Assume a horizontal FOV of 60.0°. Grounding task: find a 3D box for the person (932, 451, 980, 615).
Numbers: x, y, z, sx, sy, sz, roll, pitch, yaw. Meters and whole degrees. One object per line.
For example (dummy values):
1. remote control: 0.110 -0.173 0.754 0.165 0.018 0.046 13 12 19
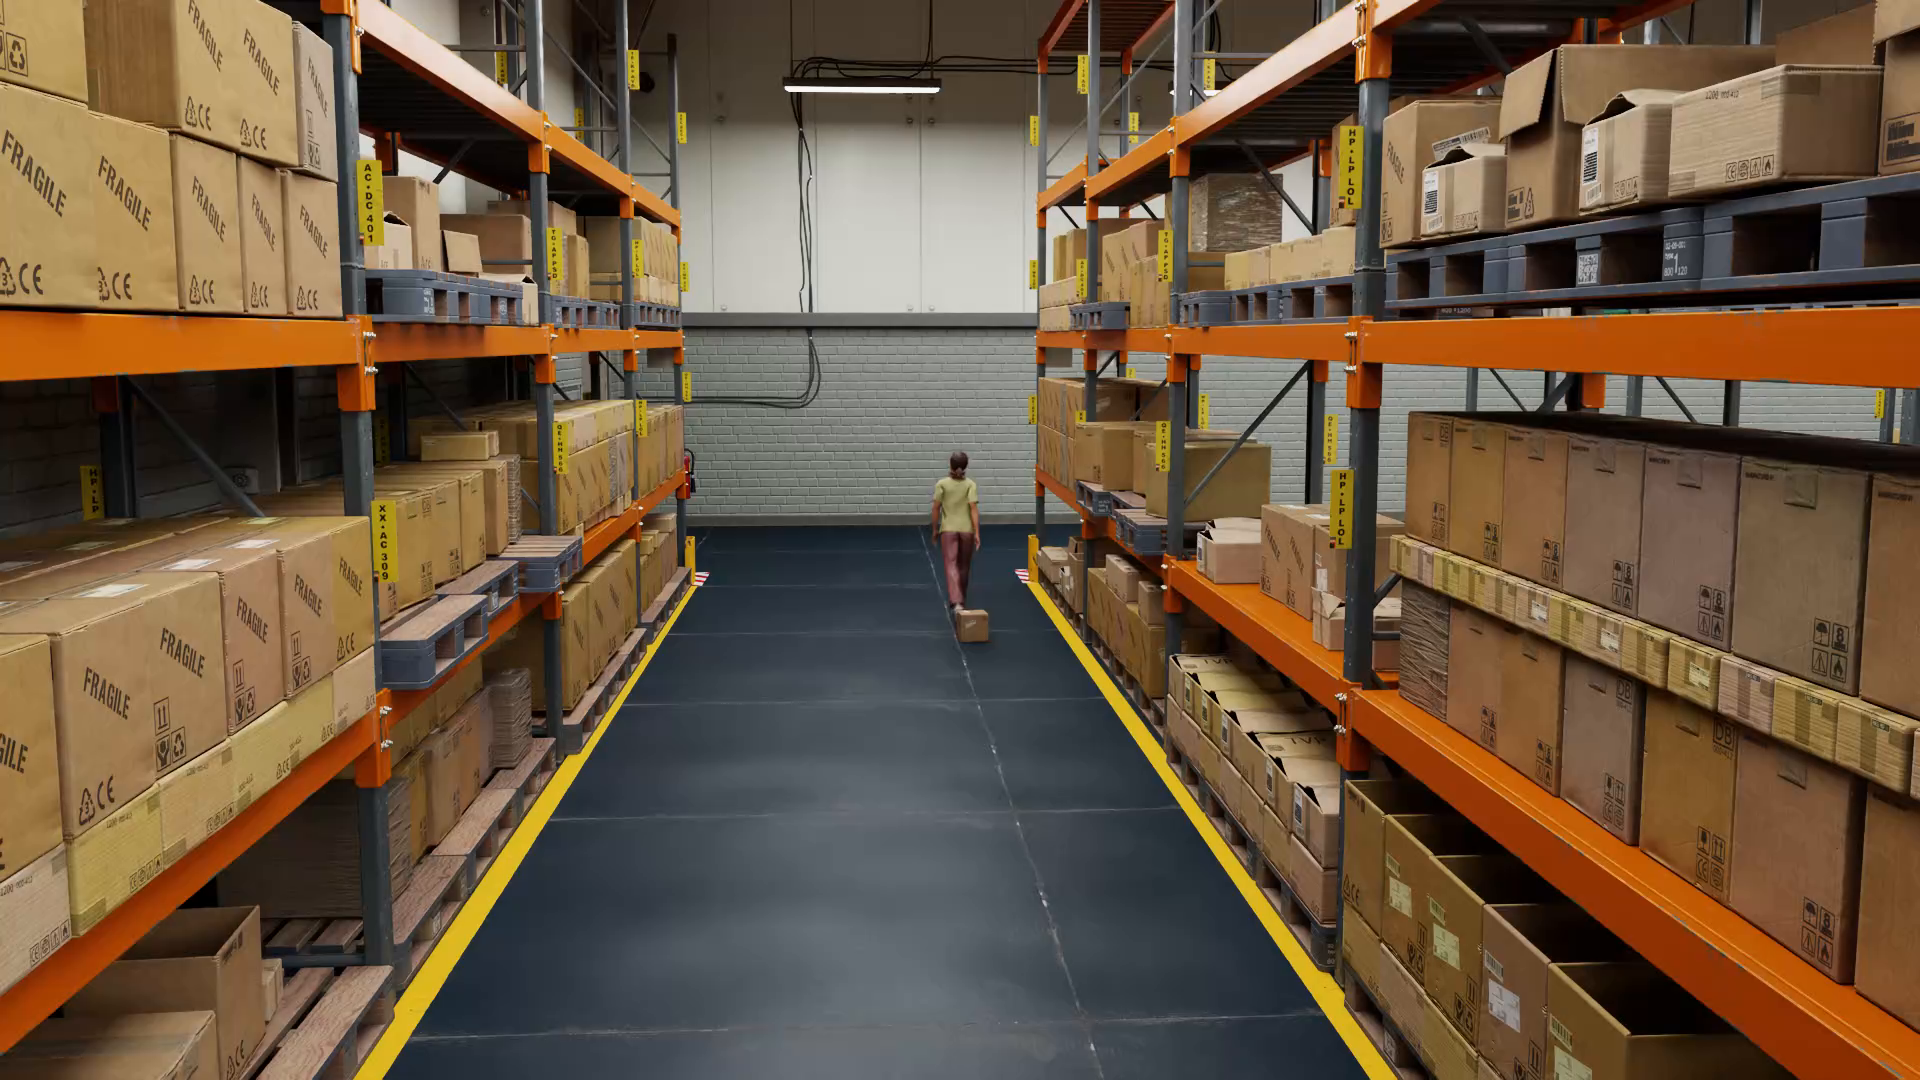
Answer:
1. person: -0.044 -0.057 16.307 0.461 1.620 1.037 -1 7 -5
